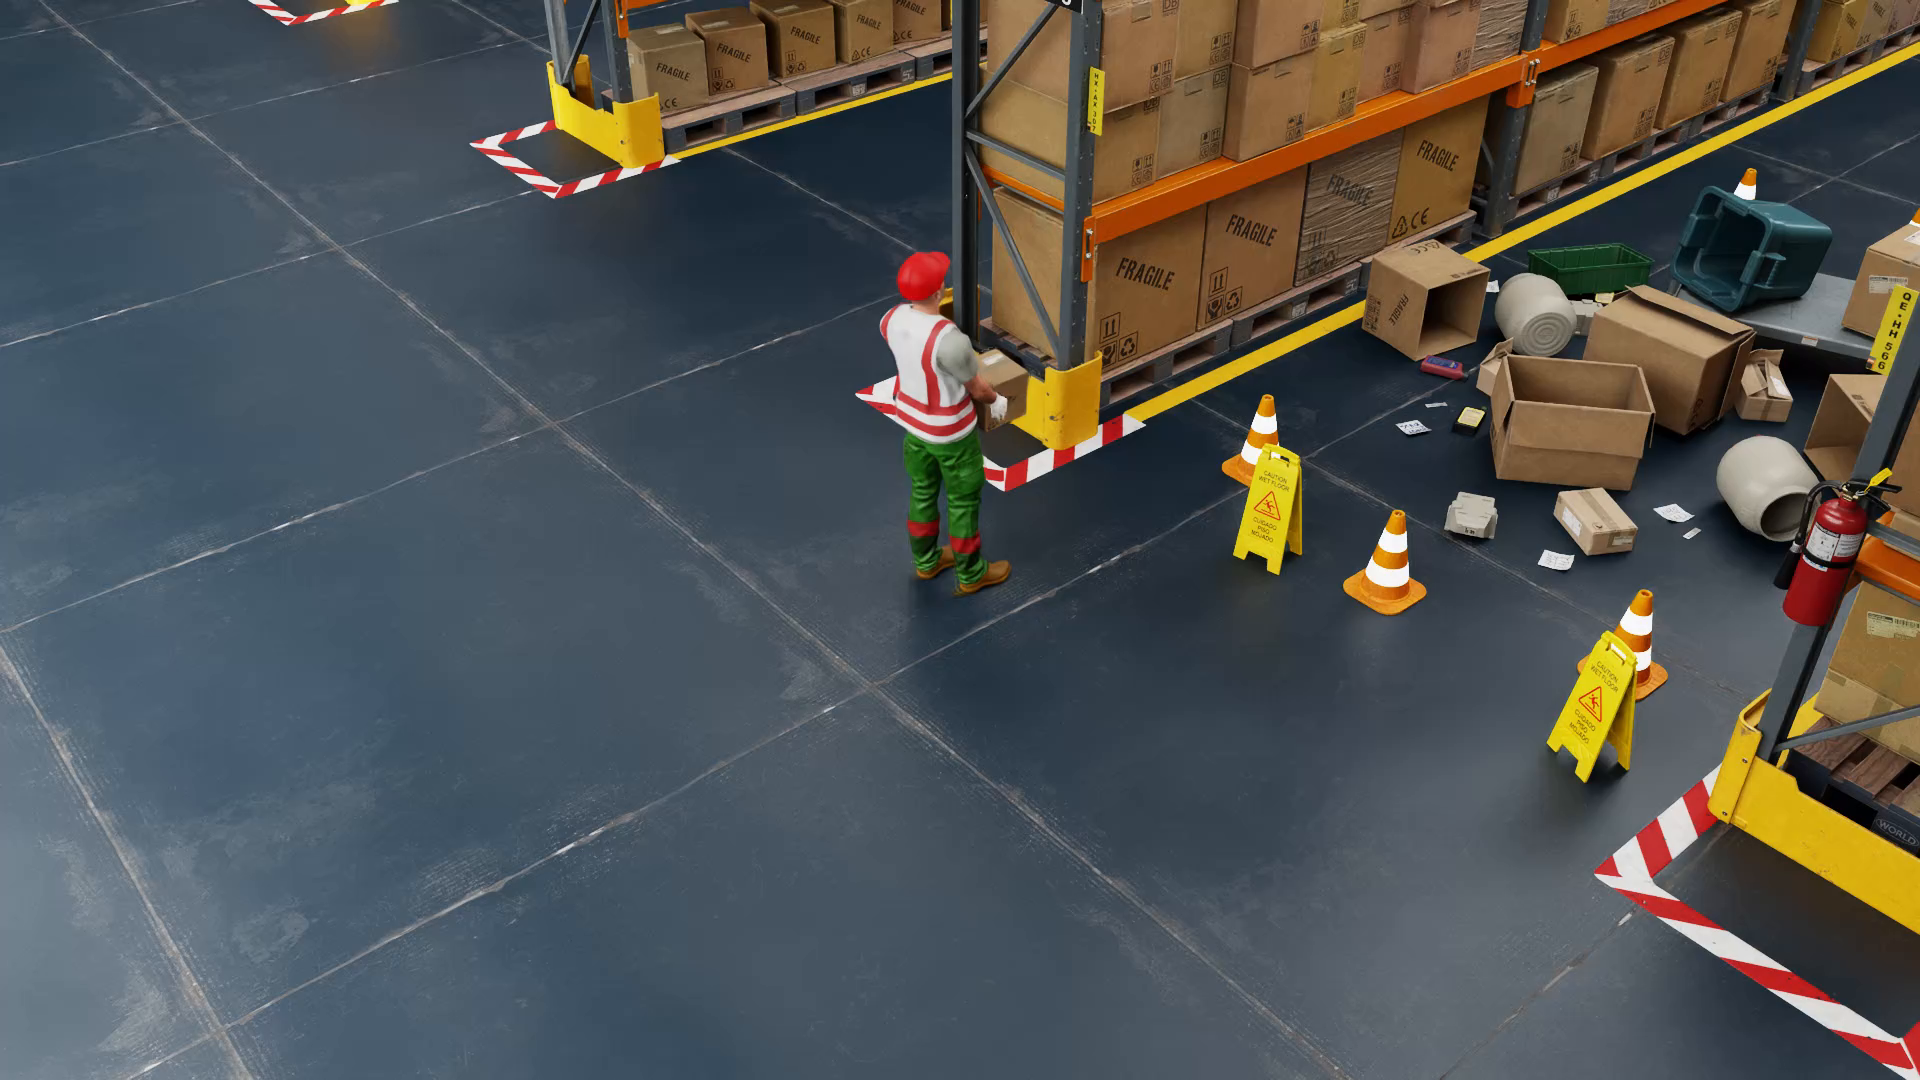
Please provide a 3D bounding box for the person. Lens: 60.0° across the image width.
[{"bbox_3d":[-0.051,-0.574,7.856,0.536,1.793,0.538,30,45,35],"label":"person"}]
